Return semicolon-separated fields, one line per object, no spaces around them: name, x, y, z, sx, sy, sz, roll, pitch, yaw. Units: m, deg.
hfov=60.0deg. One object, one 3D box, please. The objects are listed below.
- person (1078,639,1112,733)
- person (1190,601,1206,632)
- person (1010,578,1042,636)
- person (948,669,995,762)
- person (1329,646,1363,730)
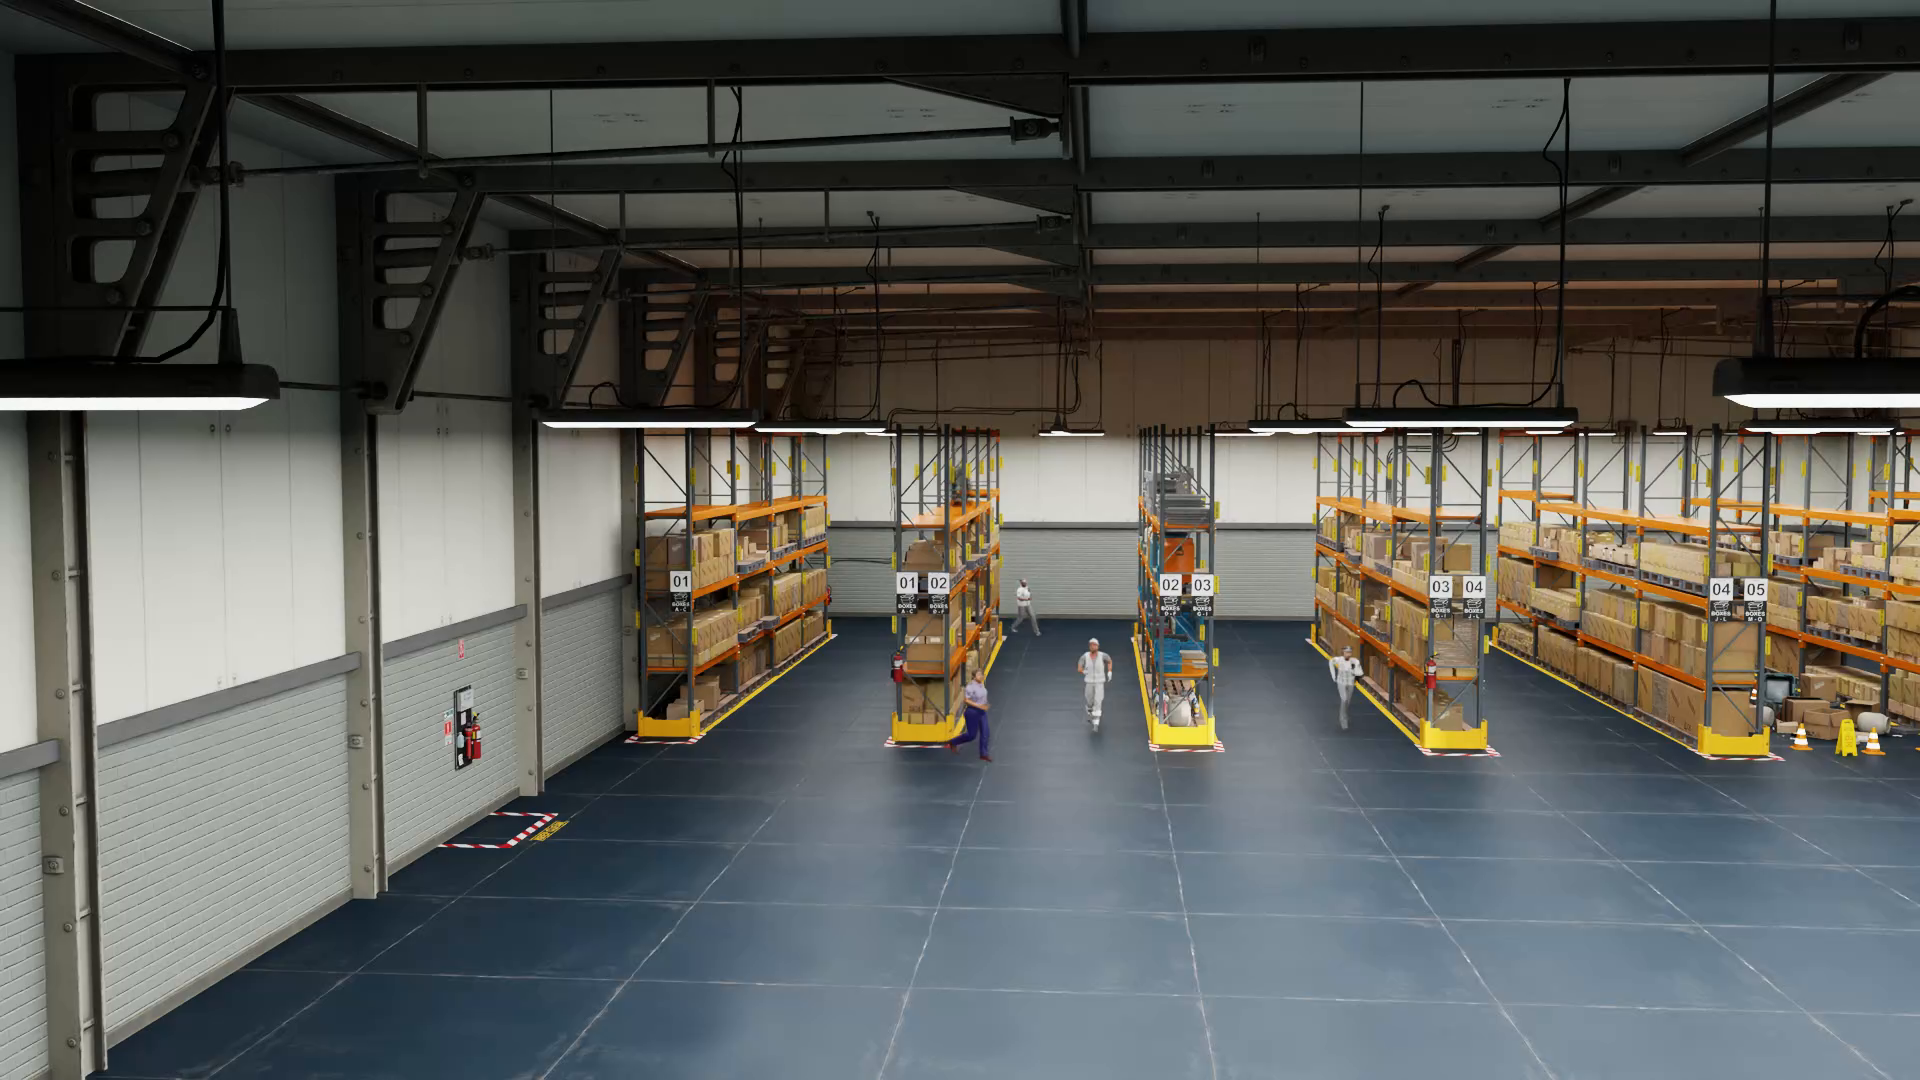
person;2.658;2.828;32.762;0.672;1.799;1.002;1;4;10
person;6.923;1.909;49.365;0.837;1.715;0.678;1;4;20
person;1.868;1.939;48.465;0.941;1.689;0.594;3;5;42
person;0.244;3.117;29.644;0.848;1.648;0.615;2;4;33
person;7.641;2.895;32.969;0.606;1.682;0.892;0;3;-1
